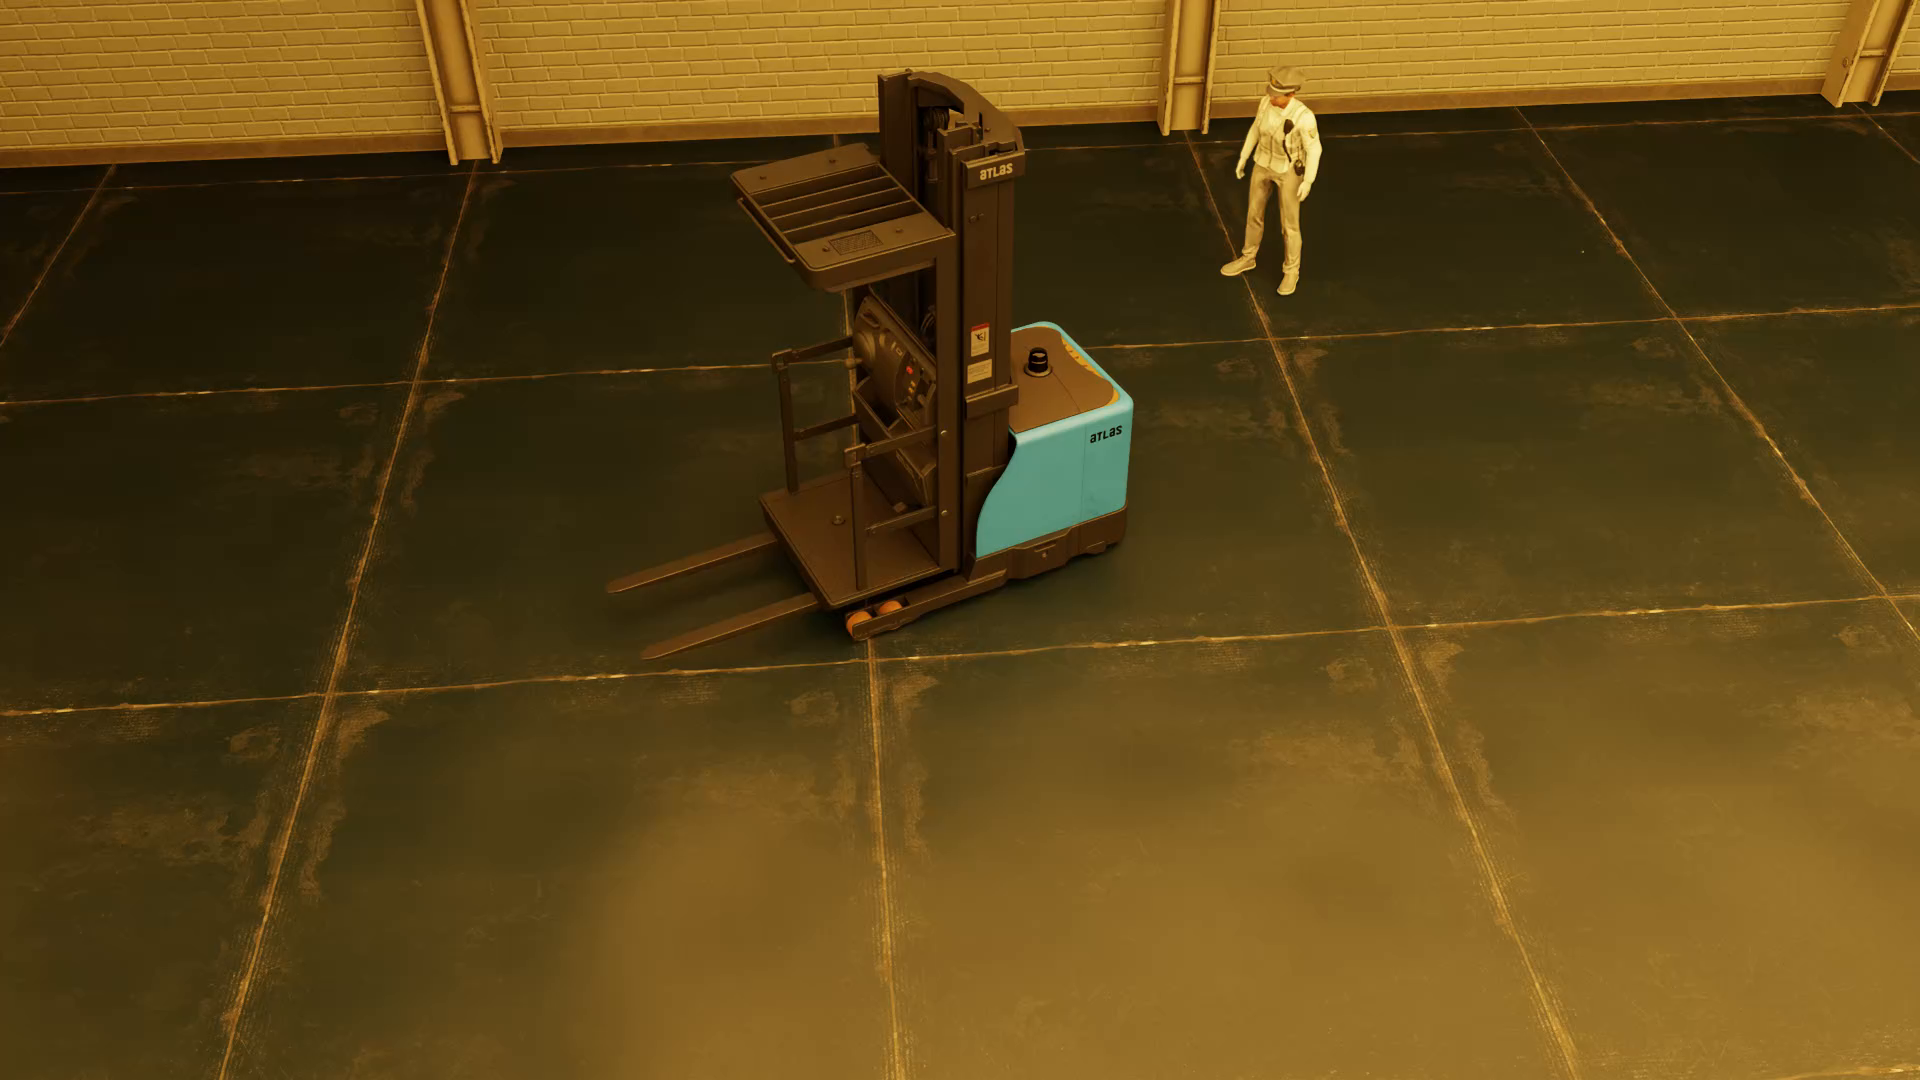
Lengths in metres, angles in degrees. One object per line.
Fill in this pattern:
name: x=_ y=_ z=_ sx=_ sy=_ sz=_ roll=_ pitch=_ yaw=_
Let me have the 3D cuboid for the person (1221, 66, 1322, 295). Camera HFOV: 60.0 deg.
person: x=2.281 y=-2.631 z=11.994 sx=0.642 sy=1.668 sz=0.421 roll=30 pitch=49 yaw=31

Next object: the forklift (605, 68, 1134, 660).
forklift: x=-0.541 y=-0.933 z=9.029 sx=3.031 sy=2.935 sz=1.130 roll=-18 pitch=44 yaw=-20
